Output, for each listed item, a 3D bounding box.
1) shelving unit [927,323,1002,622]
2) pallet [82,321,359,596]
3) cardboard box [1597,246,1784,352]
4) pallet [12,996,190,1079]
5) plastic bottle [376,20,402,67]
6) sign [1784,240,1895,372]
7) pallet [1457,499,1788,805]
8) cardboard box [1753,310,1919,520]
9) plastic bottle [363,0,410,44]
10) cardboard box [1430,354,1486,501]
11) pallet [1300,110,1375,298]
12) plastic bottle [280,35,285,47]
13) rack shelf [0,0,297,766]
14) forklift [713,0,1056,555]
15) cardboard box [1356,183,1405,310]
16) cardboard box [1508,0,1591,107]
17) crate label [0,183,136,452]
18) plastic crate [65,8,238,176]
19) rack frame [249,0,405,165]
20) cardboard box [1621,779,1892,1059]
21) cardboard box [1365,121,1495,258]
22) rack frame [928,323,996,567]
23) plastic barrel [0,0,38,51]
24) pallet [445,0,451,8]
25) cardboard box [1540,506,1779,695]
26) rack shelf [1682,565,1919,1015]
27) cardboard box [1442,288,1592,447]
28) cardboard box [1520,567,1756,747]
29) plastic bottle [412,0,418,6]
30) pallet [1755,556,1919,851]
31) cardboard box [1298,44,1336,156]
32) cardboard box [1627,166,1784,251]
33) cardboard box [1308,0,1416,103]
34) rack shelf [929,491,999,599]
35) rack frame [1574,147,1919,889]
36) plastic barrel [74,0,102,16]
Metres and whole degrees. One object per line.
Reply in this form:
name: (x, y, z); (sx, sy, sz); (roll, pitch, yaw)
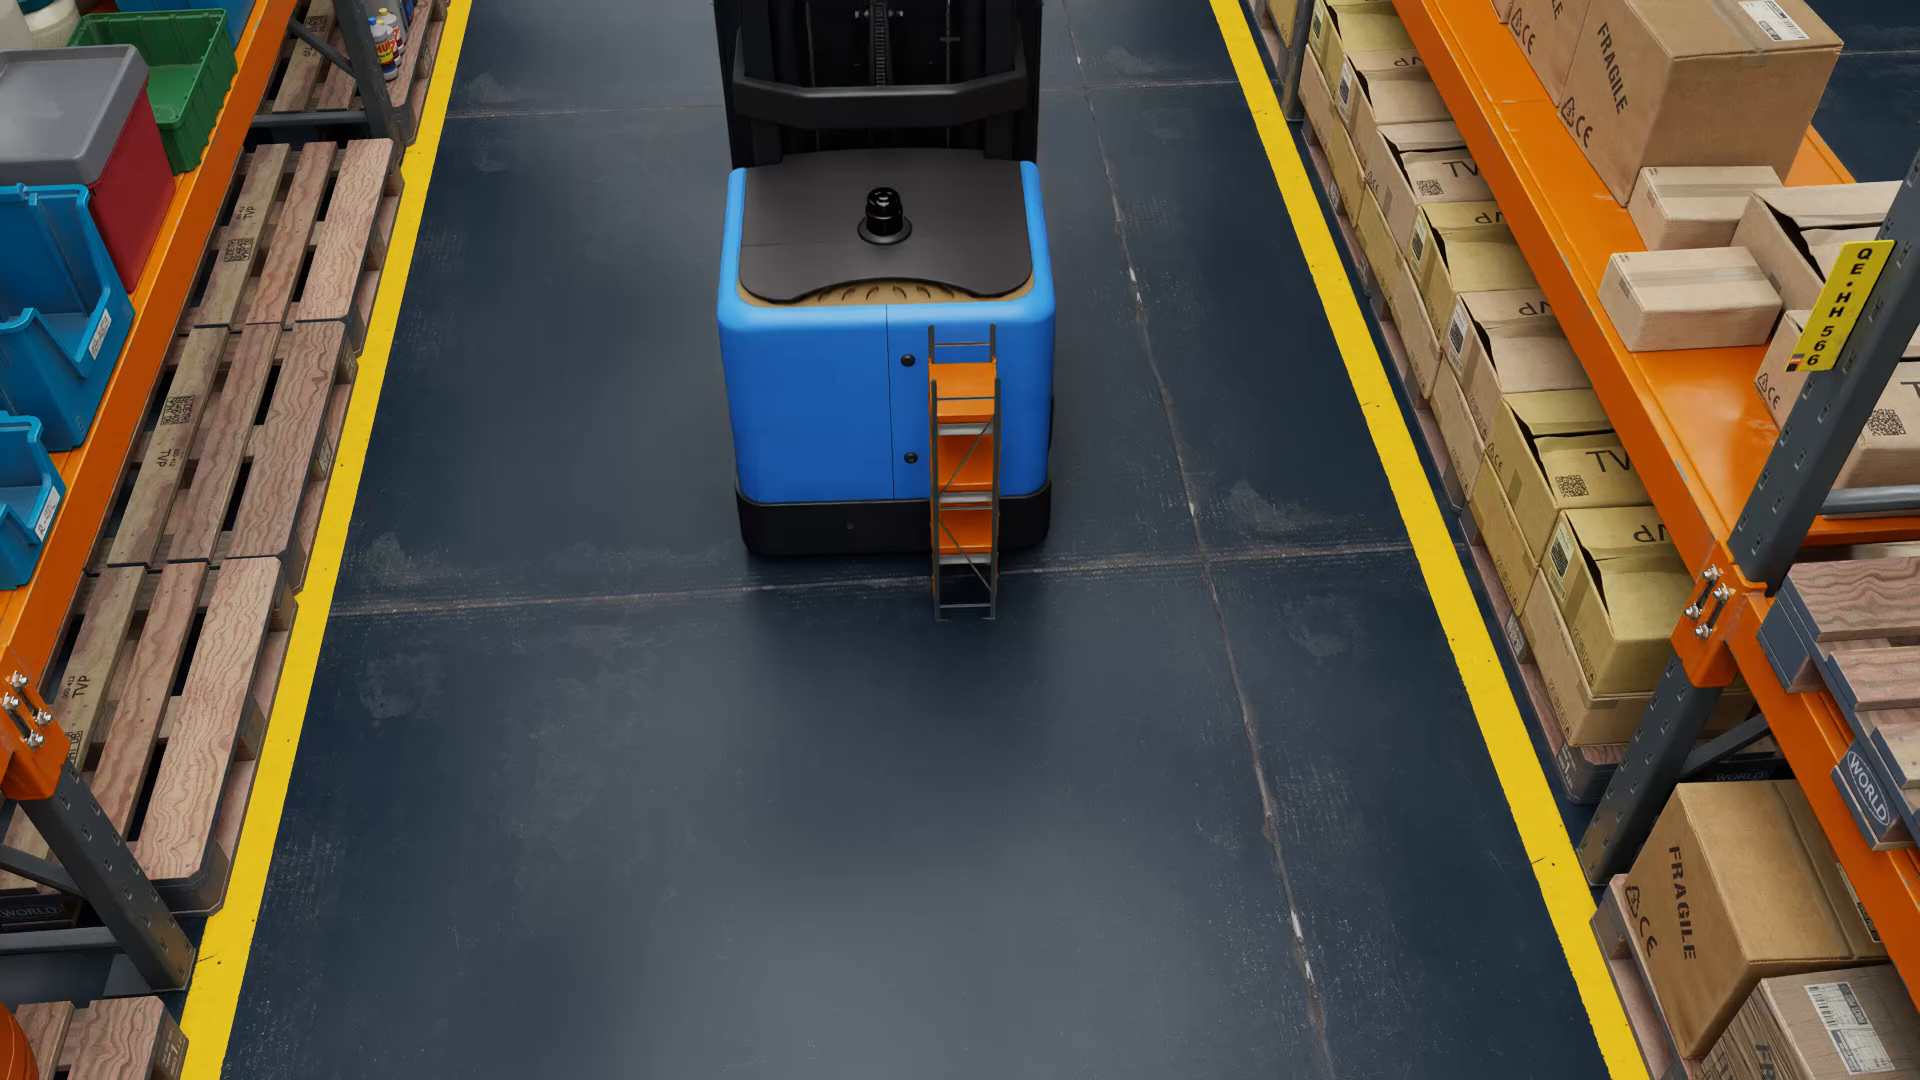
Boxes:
shelving unit: (0.012, -0.185, 5.202); (0.215, 1.050, 0.252); (-2, 47, -2)
pallet: (-2.753, -0.288, 5.877); (1.003, 0.211, 1.213); (-3, 47, -3)
cardboard box: (1.958, -0.649, 4.472); (0.380, 0.149, 0.250); (-3, 47, -3)
pallet: (-2.521, 1.724, 3.972); (1.003, 0.211, 1.213); (-3, 47, -3)
plastic bottle: (-2.561, -2.217, 7.408); (0.097, 0.201, 0.097); (0, 47, 0)
sign: (1.755, -0.463, 3.325); (0.100, 0.325, 0.005); (-3, 47, -3)
pallet: (2.278, 0.260, 5.359); (1.003, 0.211, 1.213); (-3, 47, -3)
cardboard box: (2.321, -0.336, 4.064); (0.500, 0.311, 0.500); (-1, 47, -1)
plastic bottle: (-2.607, -2.401, 7.531); (0.152, 0.276, 0.135); (-2, 47, -2)
cardboard box: (1.935, -0.403, 5.670); (0.500, 0.250, 0.500); (-3, 47, -2)
pallet: (2.074, -1.506, 7.031); (1.003, 0.211, 1.213); (-3, 47, -3)
plastic bottle: (-3.160, -2.395, 7.473); (0.144, 0.351, 0.185); (-3, 47, -3)
rack shelf: (-2.796, -1.003, 5.129); (1.077, 0.370, 4.000); (-3, 47, -3)
forklift: (-0.281, -2.018, 5.642); (1.130, 2.935, 3.031); (-2, 47, -2)
cardboard box: (1.848, -1.143, 6.371); (0.500, 0.250, 0.500); (-5, 47, -5)
cardboard box: (2.107, -1.730, 5.253); (0.500, 0.500, 0.500); (-3, 47, -3)
crate label: (-2.442, -0.550, 4.181); (0.502, 0.435, 0.616); (-3, 47, -3)
plastic crate: (-2.536, -1.381, 5.138); (0.450, 0.188, 0.662); (-3, 47, -3)
rack frame: (-2.963, -2.697, 6.238); (1.000, 3.000, 0.127); (-3, 47, -3)
cardboard box: (2.061, 0.954, 4.199); (0.500, 0.500, 0.500); (-2, 47, -2)
cardboard box: (1.841, -1.336, 6.168); (0.500, 0.311, 0.500); (-5, 47, -5)
rack frame: (0.006, -0.273, 5.286); (0.200, 1.050, 0.008); (-2, 47, -2)
plastic barrel: (-3.040, -1.507, 5.018); (0.433, 0.535, 0.433); (0, 47, 0)
pallet: (-3.083, -3.111, 8.551); (1.003, 0.211, 1.213); (-3, 47, -3)
cardboard box: (2.019, 0.143, 4.767); (0.500, 0.311, 0.500); (-2, 47, -2)
rack shelf: (2.476, 1.593, 2.671); (1.077, 0.370, 4.000); (-3, 47, -3)
cardboard box: (1.929, -0.598, 5.469); (0.500, 0.311, 0.500); (-4, 47, -4)
cardboard box: (2.021, 0.334, 4.972); (0.500, 0.250, 0.500); (-2, 47, -2)
plastic bottle: (-2.633, -2.683, 7.747); (0.144, 0.351, 0.185); (-5, 47, -5)
pallet: (2.435, 0.451, 3.389); (1.213, 0.211, 1.003); (-3, 47, -3)
cardboard box: (1.760, -1.887, 7.076); (0.500, 0.250, 0.500); (-5, 47, -4)
cardboard box: (2.145, -0.934, 4.742); (0.380, 0.149, 0.250); (0, 47, 0)
cardboard box: (1.760, -2.073, 6.866); (0.500, 0.311, 0.500); (-3, 47, -3)
rack shelf: (0.012, 0.014, 5.411); (0.215, 0.259, 0.240); (-2, 47, -2)
rack frame: (2.308, -0.101, 3.780); (1.000, 3.000, 0.127); (-3, 47, -3)
plastic barrel: (-3.101, -2.038, 5.521); (0.433, 0.535, 0.433); (0, 47, 0)
